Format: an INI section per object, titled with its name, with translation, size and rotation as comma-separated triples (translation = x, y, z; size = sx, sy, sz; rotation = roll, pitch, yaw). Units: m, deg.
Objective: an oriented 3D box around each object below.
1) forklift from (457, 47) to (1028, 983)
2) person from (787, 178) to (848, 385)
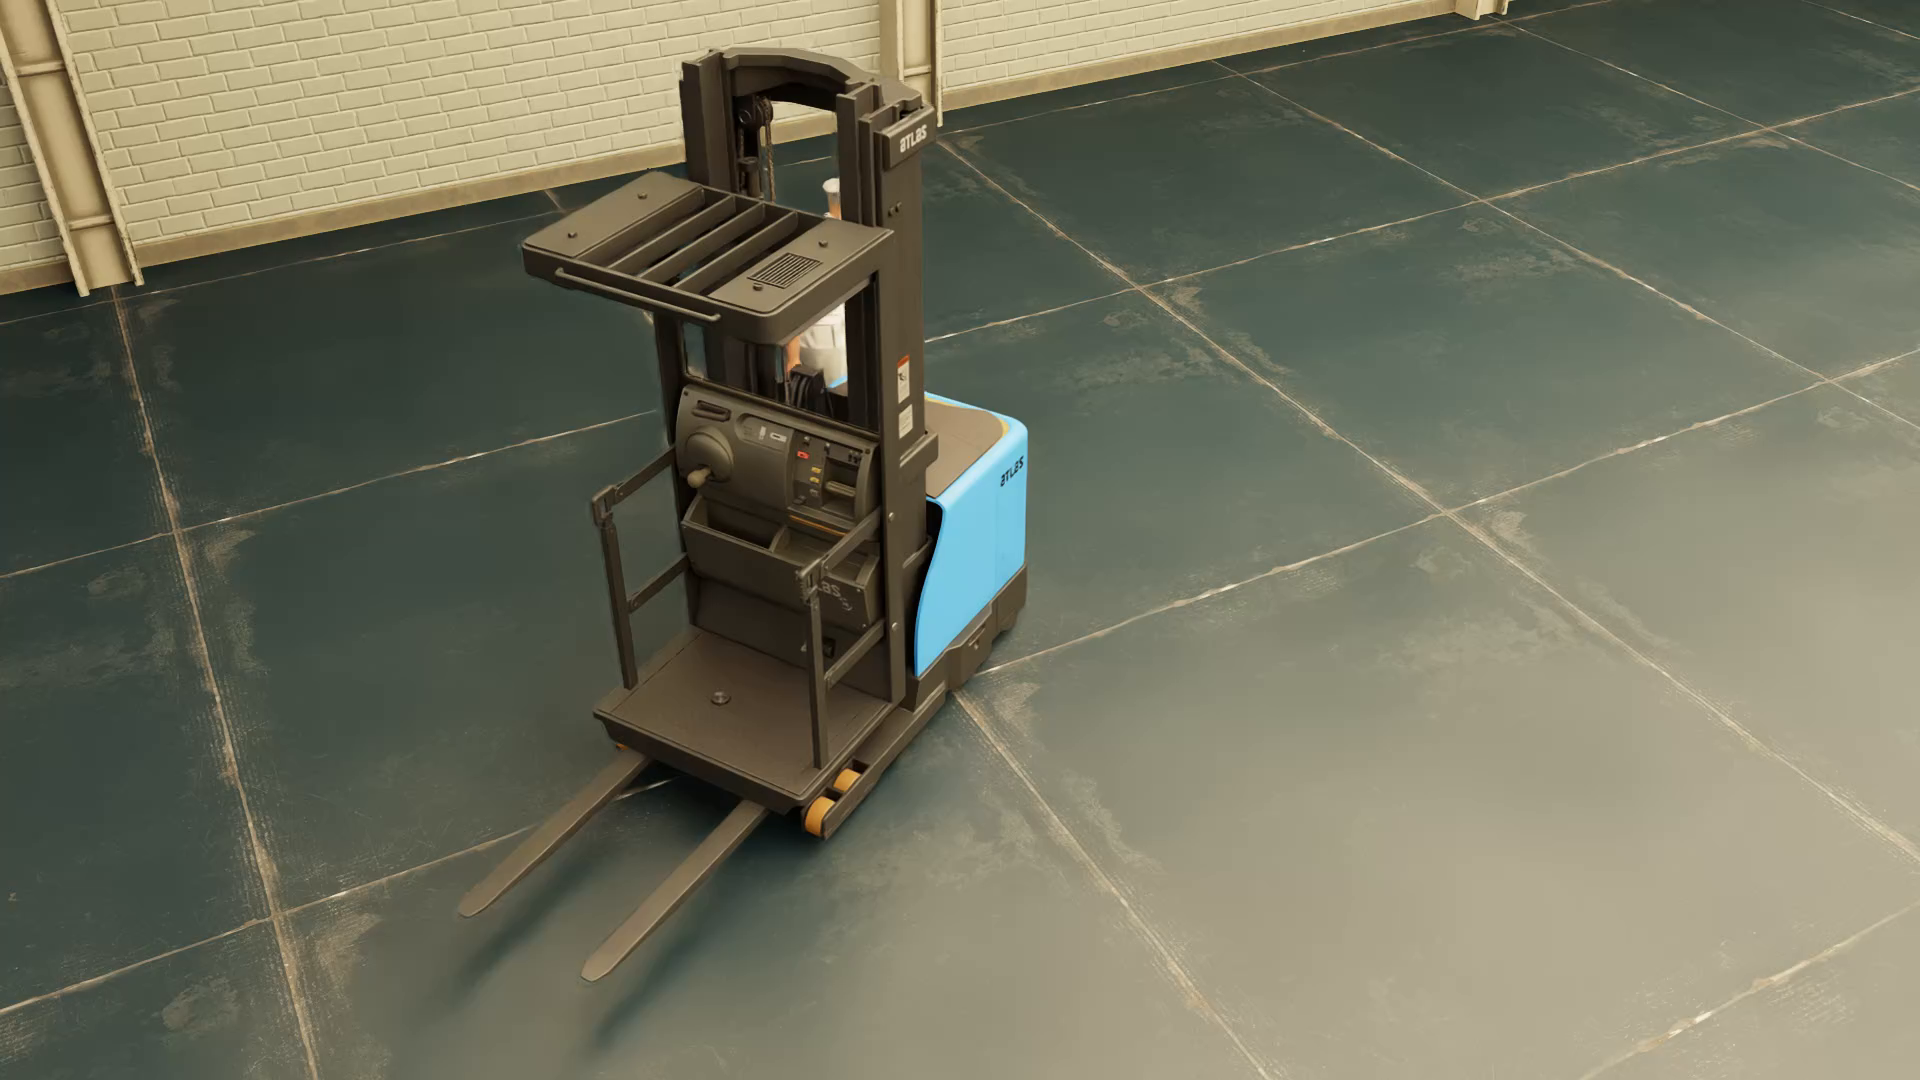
[forklift]
translation = -0.855, -0.266, 6.499
size = 1.130, 2.935, 3.031
rotation = 19, 39, 24
[person]
translation = -0.641, -1.098, 8.736
size = 0.425, 1.722, 0.868
rotation = 12, 37, 16
